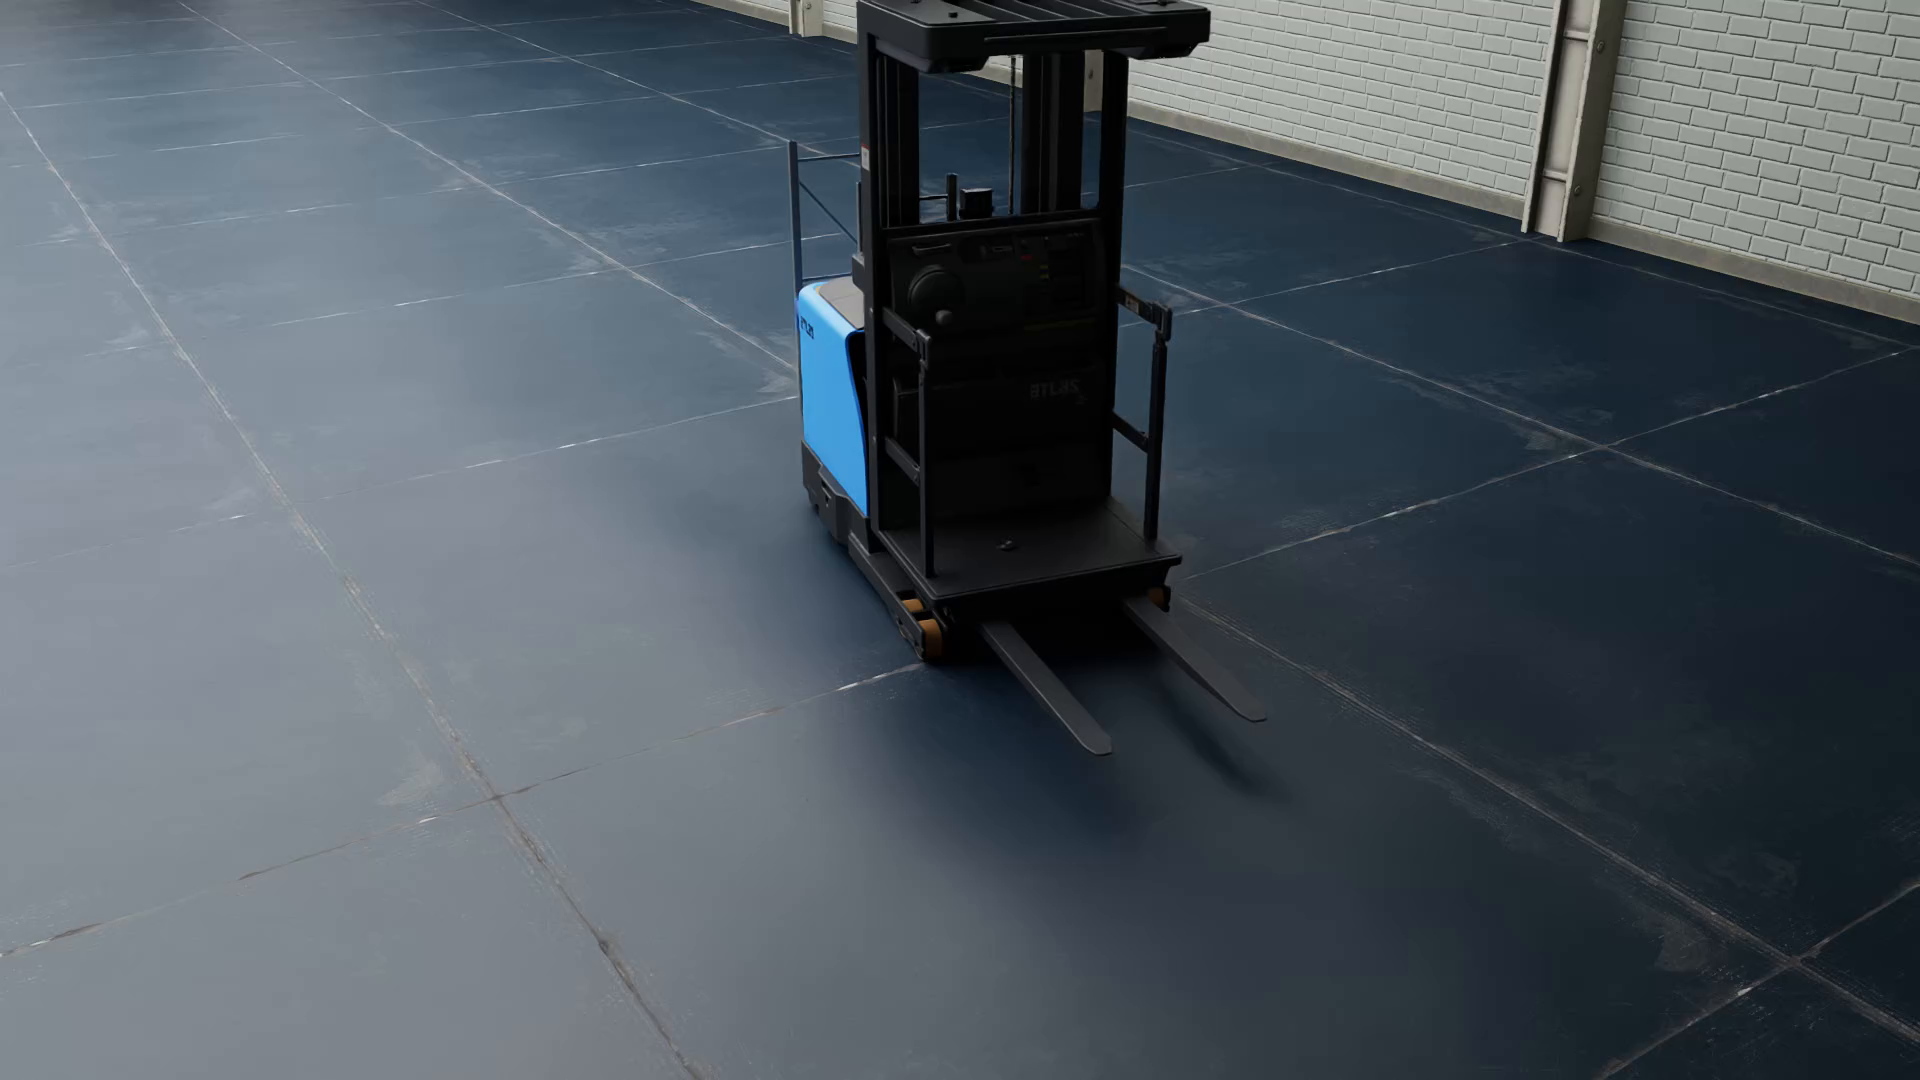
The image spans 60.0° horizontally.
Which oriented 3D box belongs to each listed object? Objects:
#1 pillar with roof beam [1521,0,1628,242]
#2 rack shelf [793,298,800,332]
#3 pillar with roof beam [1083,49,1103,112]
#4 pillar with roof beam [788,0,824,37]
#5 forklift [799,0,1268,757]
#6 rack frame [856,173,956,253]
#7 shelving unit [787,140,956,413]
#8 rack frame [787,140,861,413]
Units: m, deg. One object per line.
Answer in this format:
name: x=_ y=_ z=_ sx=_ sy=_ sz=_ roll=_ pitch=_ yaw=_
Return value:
pillar with roof beam: x=0.937 y=-5.407 z=8.662 sx=9.100 sy=9.000 sz=0.400 roll=-16 pitch=29 yaw=-30
rack shelf: x=-0.457 y=-1.068 z=8.678 sx=0.538 sy=0.185 sz=1.000 roll=-11 pitch=27 yaw=-21
pillar with roof beam: x=-2.338 y=-7.553 z=13.208 sx=9.100 sy=9.000 sz=0.400 roll=-16 pitch=29 yaw=-30
pillar with roof beam: x=-5.614 y=-9.699 z=17.754 sx=9.100 sy=9.000 sz=0.400 roll=-16 pitch=29 yaw=-30
forklift: x=0.235 y=-1.042 z=6.525 sx=1.130 sy=2.935 sz=3.031 roll=-9 pitch=27 yaw=-19
rack frame: x=-0.253 y=-1.032 z=8.180 sx=0.500 sy=1.500 sz=0.032 roll=-11 pitch=27 yaw=-21
shelving unit: x=-0.457 y=-1.231 z=8.601 sx=0.538 sy=1.500 sz=1.048 roll=-11 pitch=27 yaw=-21
rack frame: x=-0.661 y=-1.430 z=9.022 sx=0.500 sy=1.500 sz=0.032 roll=-11 pitch=27 yaw=-21
